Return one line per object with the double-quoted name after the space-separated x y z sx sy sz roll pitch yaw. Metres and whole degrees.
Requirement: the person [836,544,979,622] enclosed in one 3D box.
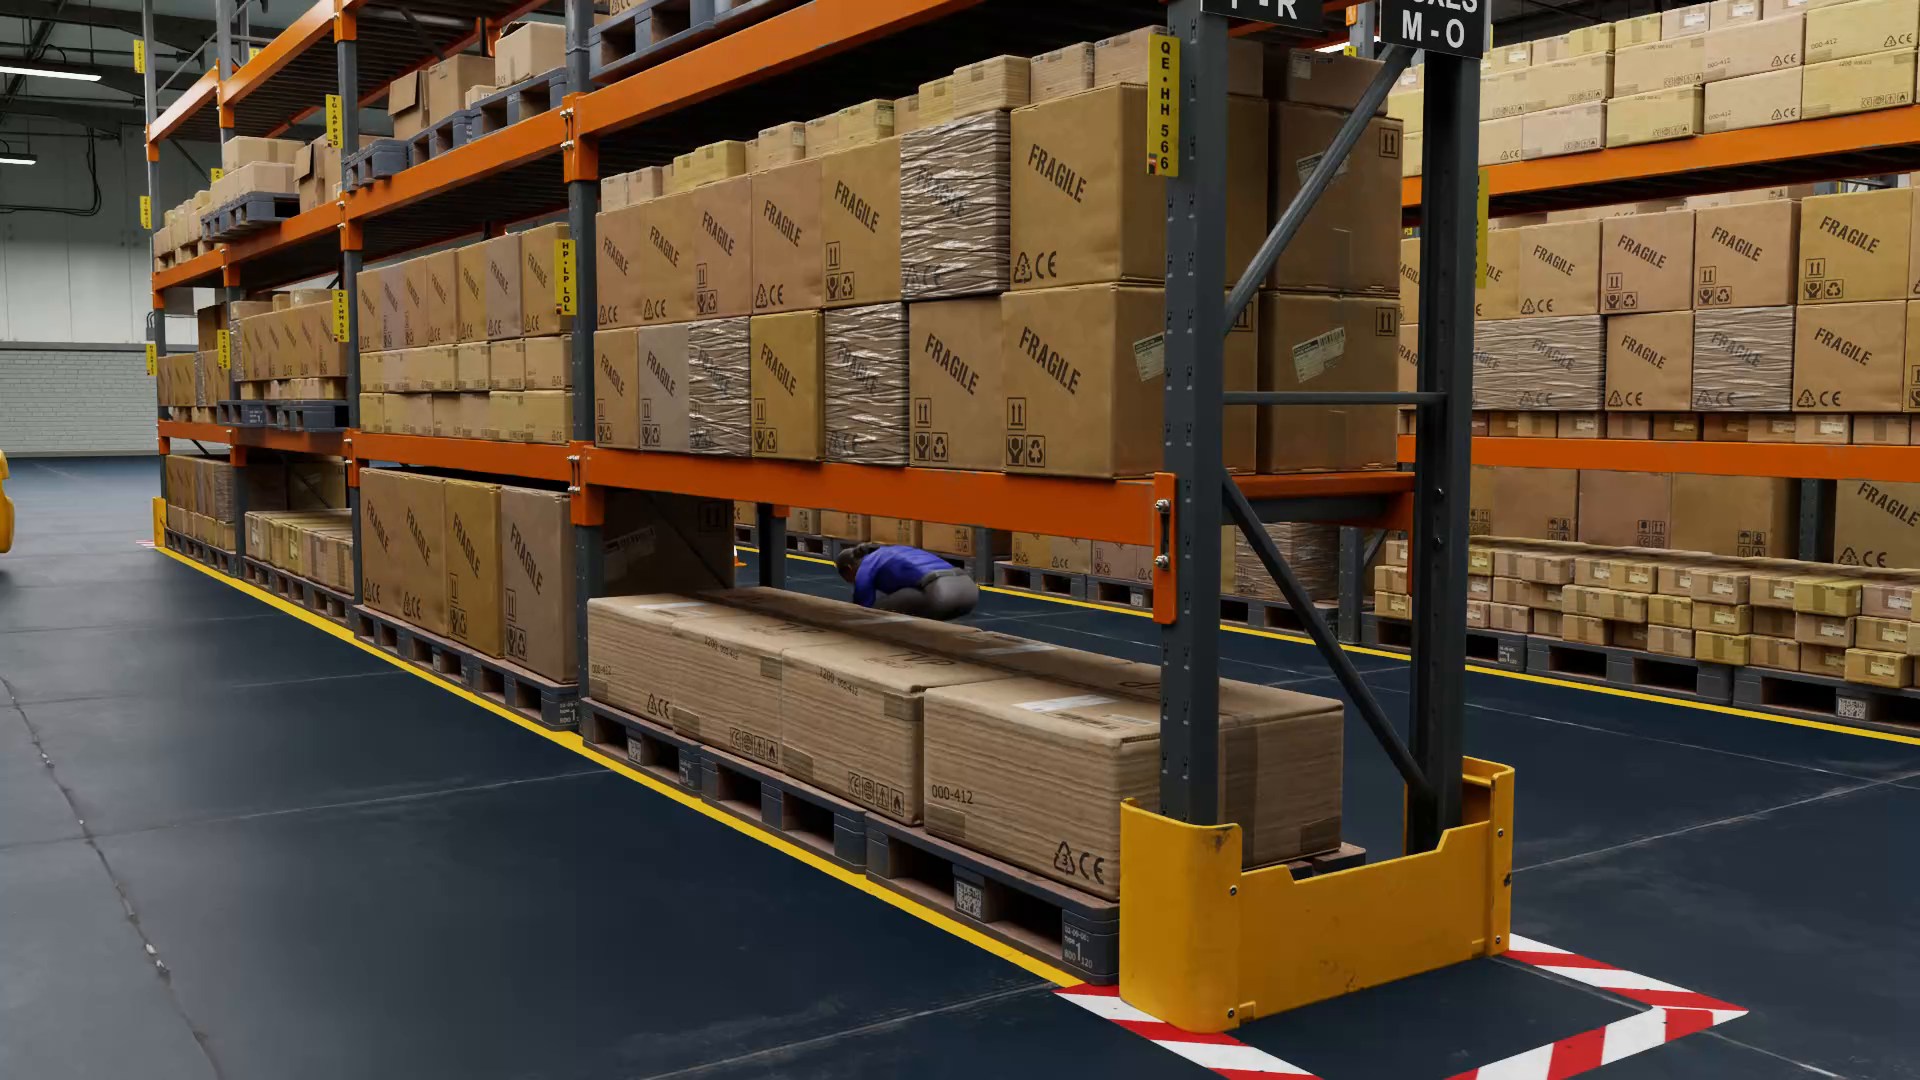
-0.305 0.410 8.814 0.861 0.757 0.451 4 6 41 "person"
